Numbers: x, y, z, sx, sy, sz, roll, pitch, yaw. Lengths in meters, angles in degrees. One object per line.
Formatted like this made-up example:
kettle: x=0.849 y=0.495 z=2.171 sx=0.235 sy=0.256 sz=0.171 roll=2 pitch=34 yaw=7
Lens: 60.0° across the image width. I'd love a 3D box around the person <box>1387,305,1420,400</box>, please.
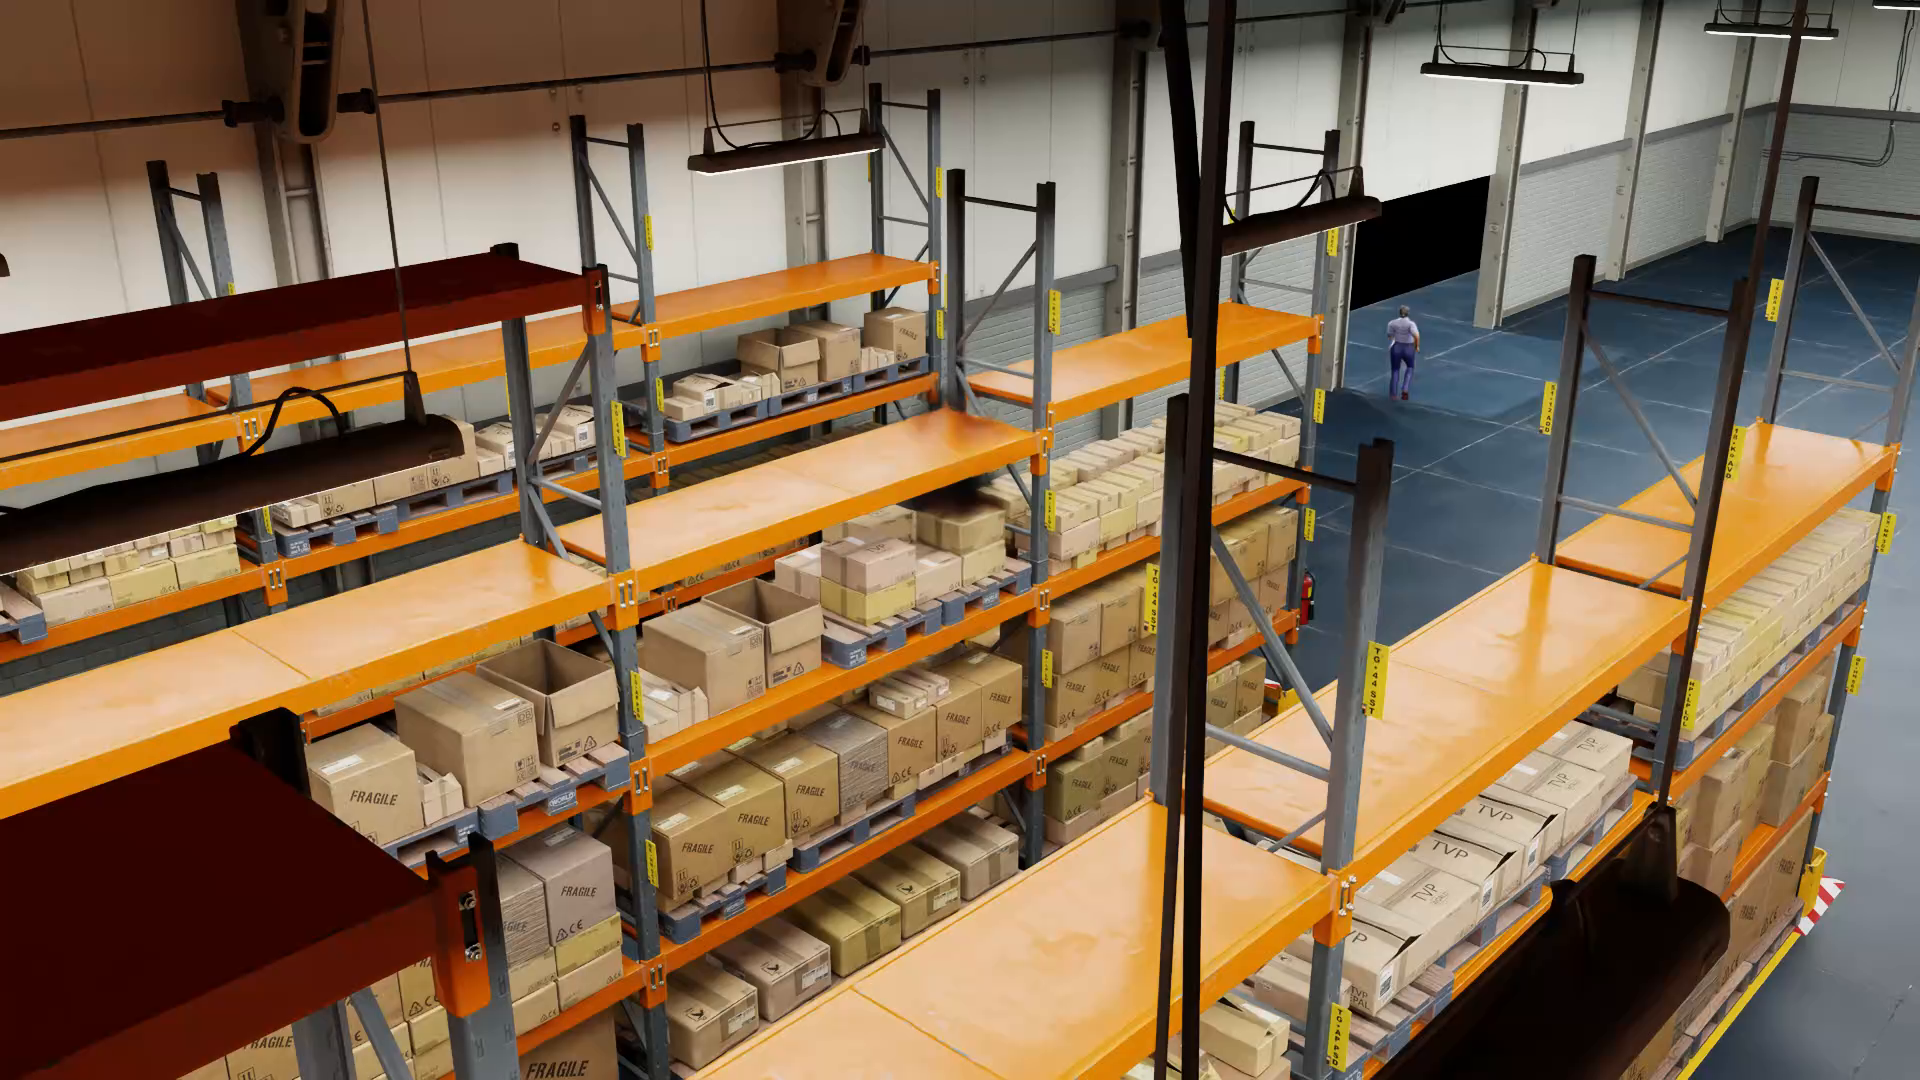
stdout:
person: x=7.413 y=-3.117 z=27.837 sx=0.581 sy=1.686 sz=0.613 roll=9 pitch=23 yaw=22
